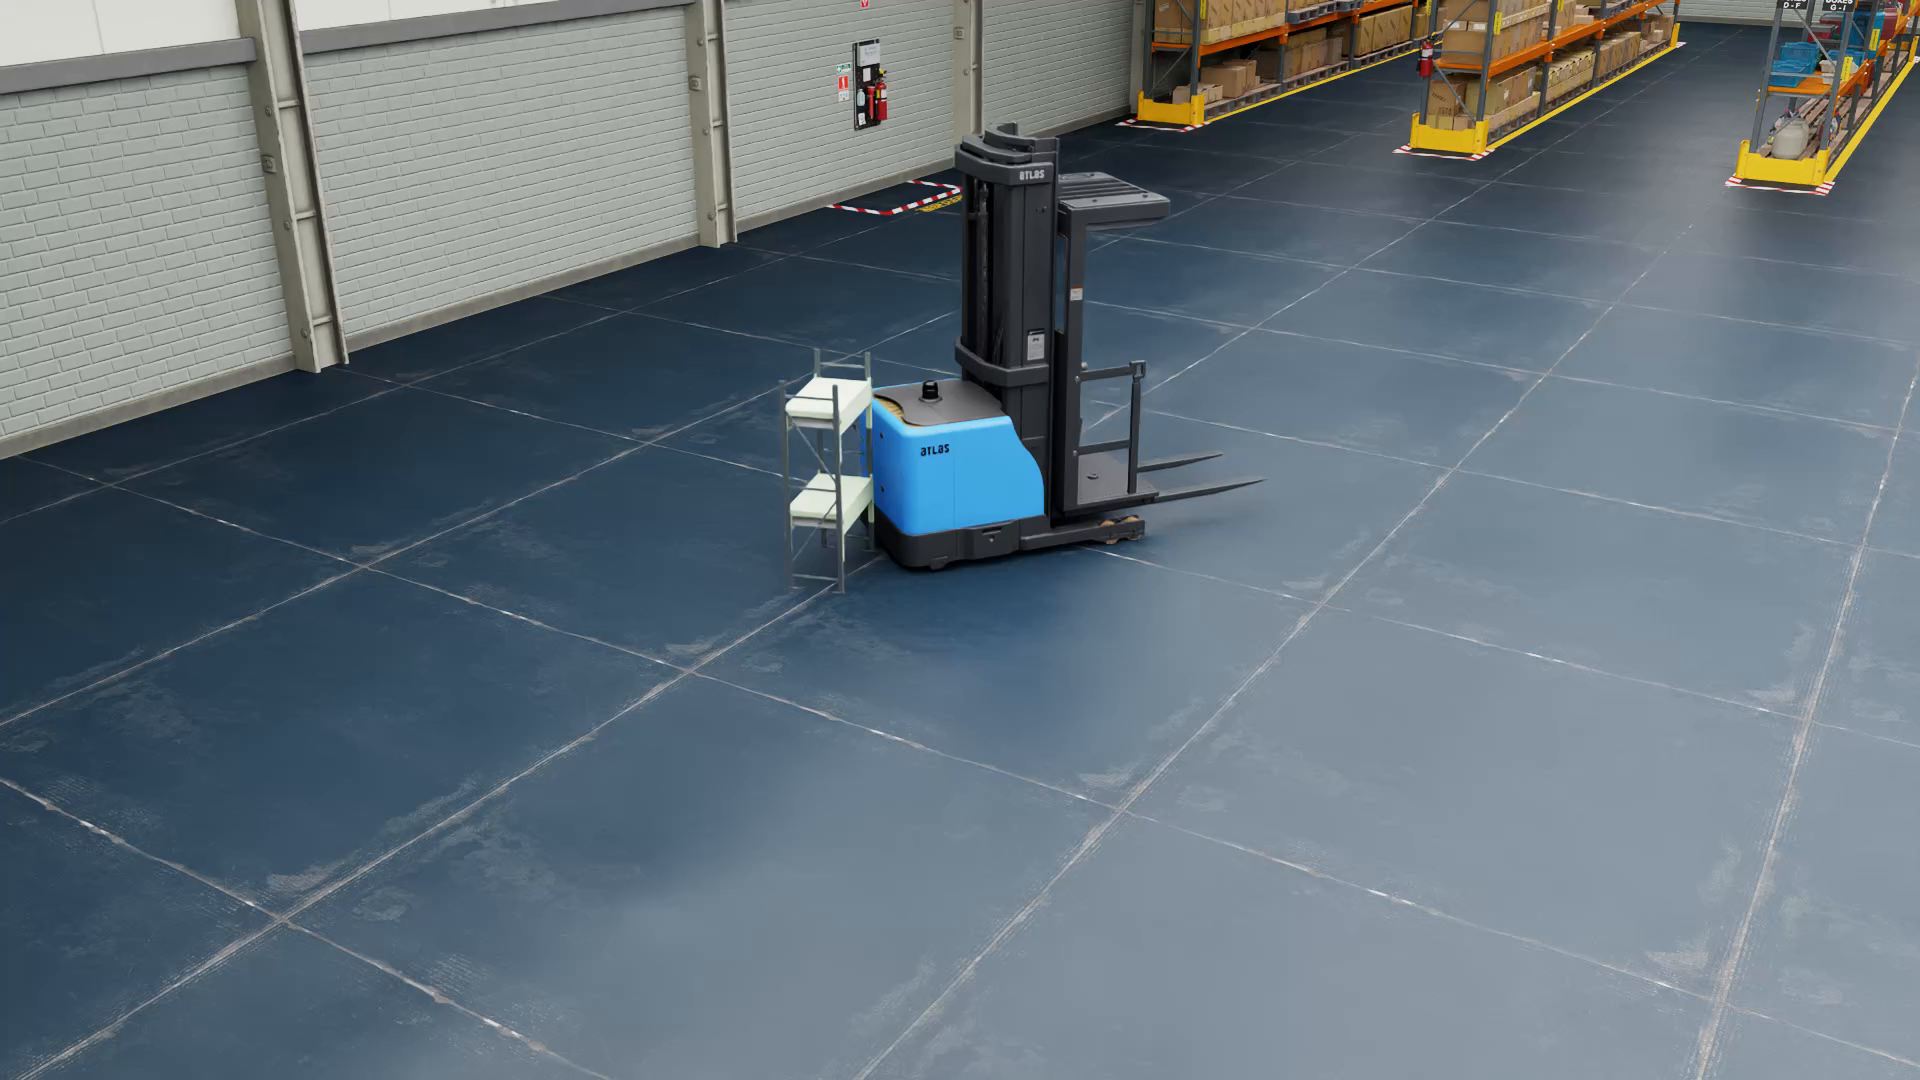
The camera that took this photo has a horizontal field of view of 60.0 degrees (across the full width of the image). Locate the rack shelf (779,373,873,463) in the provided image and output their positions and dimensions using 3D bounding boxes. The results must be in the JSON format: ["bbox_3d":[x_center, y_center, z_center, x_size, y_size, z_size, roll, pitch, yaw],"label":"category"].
[{"bbox_3d":[-0.902,-0.836,11.310,0.431,0.370,0.720,6,24,13],"label":"rack shelf"}]

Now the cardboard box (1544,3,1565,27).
[{"bbox_3d":[10.677,-9.525,30.352,0.500,0.500,0.500,16,28,33],"label":"cardboard box"}]

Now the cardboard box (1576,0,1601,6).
[{"bbox_3d":[12.327,-10.871,32.931,0.700,0.500,0.500,5,24,11],"label":"cardboard box"}]

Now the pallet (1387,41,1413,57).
[{"bbox_3d":[9.647,-11.227,37.918,1.003,0.211,1.213,14,27,29],"label":"pallet"}]

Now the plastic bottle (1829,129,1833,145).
[{"bbox_3d":[13.531,-6.302,25.913,0.097,0.271,0.097,0,23,0],"label":"plastic bottle"}]

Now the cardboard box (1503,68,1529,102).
[{"bbox_3d":[9.387,-7.783,28.441,0.500,0.500,0.500,14,27,29],"label":"cardboard box"}]

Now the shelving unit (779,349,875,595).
[{"bbox_3d":[-0.902,-0.477,11.465,0.431,1.500,0.755,6,24,13],"label":"shelving unit"}]

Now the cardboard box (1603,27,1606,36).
[{"bbox_3d":[13.211,-10.695,34.829,0.500,0.250,0.500,14,27,29],"label":"cardboard box"}]

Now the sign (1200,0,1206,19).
[{"bbox_3d":[4.121,-9.016,28.212,0.100,0.325,0.005,14,27,29],"label":"sign"}]

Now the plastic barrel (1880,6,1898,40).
[{"bbox_3d":[16.309,-9.199,29.552,0.600,0.536,0.708,14,27,29],"label":"plastic barrel"}]

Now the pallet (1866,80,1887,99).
[{"bbox_3d":[17.321,-8.762,32.224,1.003,0.211,1.213,14,27,29],"label":"pallet"}]

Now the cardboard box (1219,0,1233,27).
[{"bbox_3d":[4.436,-9.280,29.131,0.500,0.500,0.500,14,27,29],"label":"cardboard box"}]

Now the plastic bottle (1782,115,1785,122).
[{"bbox_3d":[13.085,-6.600,26.501,0.144,0.351,0.185,14,27,29],"label":"plastic bottle"}]

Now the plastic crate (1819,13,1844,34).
[{"bbox_3d":[15.184,-8.905,28.963,0.402,0.464,0.583,14,27,29],"label":"plastic crate"}]

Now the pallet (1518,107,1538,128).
[{"bbox_3d":[9.525,-7.507,29.324,1.003,0.211,1.213,14,27,29],"label":"pallet"}]

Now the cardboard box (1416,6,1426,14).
[{"bbox_3d":[10.807,-12.434,38.999,0.380,0.149,0.250,15,28,31],"label":"cardboard box"}]

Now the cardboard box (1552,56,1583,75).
[{"bbox_3d":[11.486,-9.009,31.512,0.500,0.311,0.500,14,27,29],"label":"cardboard box"}]

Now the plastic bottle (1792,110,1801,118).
[{"bbox_3d":[13.531,-6.777,26.910,0.144,0.351,0.185,14,27,29],"label":"plastic bottle"}]

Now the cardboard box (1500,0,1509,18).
[{"bbox_3d":[8.428,-8.688,26.786,0.700,0.500,0.500,13,27,28],"label":"cardboard box"}]

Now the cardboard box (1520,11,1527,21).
[{"bbox_3d":[9.210,-8.734,27.708,0.380,0.149,0.250,15,28,31],"label":"cardboard box"}]

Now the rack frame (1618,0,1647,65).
[{"bbox_3d":[14.200,-11.746,35.607,1.000,3.000,0.127,14,27,29],"label":"rack frame"}]

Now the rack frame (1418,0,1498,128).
[{"bbox_3d":[7.871,-7.696,26.251,1.000,3.000,0.127,14,27,29],"label":"rack frame"}]

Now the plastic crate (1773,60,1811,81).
[{"bbox_3d":[12.434,-7.038,24.919,0.499,0.251,0.408,14,27,29],"label":"plastic crate"}]

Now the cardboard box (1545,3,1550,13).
[{"bbox_3d":[10.019,-9.253,28.906,0.380,0.149,0.250,14,27,29],"label":"cardboard box"}]

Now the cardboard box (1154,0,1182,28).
[{"bbox_3d":[3.728,-9.221,28.994,0.500,0.500,0.500,14,27,28],"label":"cardboard box"}]

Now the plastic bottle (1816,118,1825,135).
[{"bbox_3d":[13.851,-6.639,26.684,0.152,0.276,0.135,14,27,29],"label":"plastic bottle"}]

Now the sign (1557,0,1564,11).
[{"bbox_3d":[10.453,-9.364,28.915,0.100,0.325,0.005,14,27,29],"label":"sign"}]

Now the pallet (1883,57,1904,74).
[{"bbox_3d":[19.404,-10.097,35.307,1.003,0.211,1.213,14,27,29],"label":"pallet"}]

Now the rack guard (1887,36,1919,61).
[{"bbox_3d":[20.518,-10.920,36.847,1.175,0.500,0.348,14,27,29],"label":"rack guard"}]

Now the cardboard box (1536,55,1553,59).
[{"bbox_3d":[11.024,-9.118,31.764,0.500,0.311,0.500,13,27,28],"label":"cardboard box"}]

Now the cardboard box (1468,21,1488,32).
[{"bbox_3d":[8.260,-8.127,26.304,0.380,0.149,0.250,14,27,29],"label":"cardboard box"}]

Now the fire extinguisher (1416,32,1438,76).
[{"bbox_3d":[7.414,-7.718,26.400,0.296,0.674,0.183,14,27,29],"label":"fire extinguisher"}]

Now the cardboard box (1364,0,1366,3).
[{"bbox_3d":[8.391,-11.472,35.266,0.380,0.149,0.250,14,27,30],"label":"cardboard box"}]

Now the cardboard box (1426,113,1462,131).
[{"bbox_3d":[7.902,-6.870,27.275,0.500,0.250,0.500,14,27,29],"label":"cardboard box"}]

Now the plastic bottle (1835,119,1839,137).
[{"bbox_3d":[13.940,-6.556,26.483,0.061,0.283,0.133,16,28,32],"label":"plastic bottle"}]

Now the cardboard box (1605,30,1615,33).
[{"bbox_3d":[13.738,-10.689,35.757,0.500,0.500,0.500,13,26,27],"label":"cardboard box"}]

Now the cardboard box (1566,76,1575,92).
[{"bbox_3d":[11.214,-8.580,31.227,0.500,0.250,0.500,14,27,30],"label":"cardboard box"}]

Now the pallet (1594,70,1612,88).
[{"bbox_3d":[12.516,-9.360,33.606,1.003,0.211,1.213,14,27,29],"label":"pallet"}]

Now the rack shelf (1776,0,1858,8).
[{"bbox_3d":[13.132,-8.378,24.957,1.077,0.370,4.000,14,27,29],"label":"rack shelf"}]

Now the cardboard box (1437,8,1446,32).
[{"bbox_3d":[11.287,-12.582,40.157,0.700,0.500,0.500,13,27,27],"label":"cardboard box"}]

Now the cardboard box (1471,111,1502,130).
[{"bbox_3d":[8.603,-6.931,27.416,0.500,0.250,0.500,14,27,29],"label":"cardboard box"}]

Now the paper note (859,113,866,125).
[{"bbox_3d":[-1.358,-5.850,23.095,0.016,0.148,0.142,14,27,29],"label":"paper note"}]

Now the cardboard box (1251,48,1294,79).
[{"bbox_3d":[6.144,-9.389,32.756,0.700,0.500,0.500,15,28,31],"label":"cardboard box"}]

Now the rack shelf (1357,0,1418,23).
[{"bbox_3d":[8.935,-11.778,36.586,1.077,0.370,4.000,14,27,29],"label":"rack shelf"}]

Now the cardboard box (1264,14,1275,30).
[{"bbox_3d":[5.508,-9.633,30.890,0.500,0.250,0.500,14,27,29],"label":"cardboard box"}]

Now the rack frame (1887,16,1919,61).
[{"bbox_3d":[20.517,-12.057,36.325,1.000,3.000,0.127,14,27,29],"label":"rack frame"}]

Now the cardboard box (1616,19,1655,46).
[{"bbox_3d":[15.187,-11.437,37.483,0.797,0.503,0.637,14,27,29],"label":"cardboard box"}]

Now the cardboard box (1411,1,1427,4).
[{"bbox_3d":[11.044,-12.875,40.016,0.380,0.149,0.250,14,27,29],"label":"cardboard box"}]

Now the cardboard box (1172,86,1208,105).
[{"bbox_3d":[4.101,-7.915,29.589,0.500,0.311,0.500,11,26,23],"label":"cardboard box"}]

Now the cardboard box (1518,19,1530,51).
[{"bbox_3d":[9.211,-8.593,28.198,0.700,0.500,0.500,14,27,30],"label":"cardboard box"}]

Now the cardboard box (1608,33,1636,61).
[{"bbox_3d":[13.916,-10.409,35.112,0.500,0.500,0.500,14,27,29],"label":"cardboard box"}]

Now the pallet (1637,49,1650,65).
[{"bbox_3d":[14.563,-10.698,36.696,1.003,0.211,1.213,14,27,29],"label":"pallet"}]

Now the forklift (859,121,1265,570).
[{"bbox_3d":[0.819,-1.499,12.023,3.031,2.935,1.130,-9,25,-21],"label":"forklift"}]
